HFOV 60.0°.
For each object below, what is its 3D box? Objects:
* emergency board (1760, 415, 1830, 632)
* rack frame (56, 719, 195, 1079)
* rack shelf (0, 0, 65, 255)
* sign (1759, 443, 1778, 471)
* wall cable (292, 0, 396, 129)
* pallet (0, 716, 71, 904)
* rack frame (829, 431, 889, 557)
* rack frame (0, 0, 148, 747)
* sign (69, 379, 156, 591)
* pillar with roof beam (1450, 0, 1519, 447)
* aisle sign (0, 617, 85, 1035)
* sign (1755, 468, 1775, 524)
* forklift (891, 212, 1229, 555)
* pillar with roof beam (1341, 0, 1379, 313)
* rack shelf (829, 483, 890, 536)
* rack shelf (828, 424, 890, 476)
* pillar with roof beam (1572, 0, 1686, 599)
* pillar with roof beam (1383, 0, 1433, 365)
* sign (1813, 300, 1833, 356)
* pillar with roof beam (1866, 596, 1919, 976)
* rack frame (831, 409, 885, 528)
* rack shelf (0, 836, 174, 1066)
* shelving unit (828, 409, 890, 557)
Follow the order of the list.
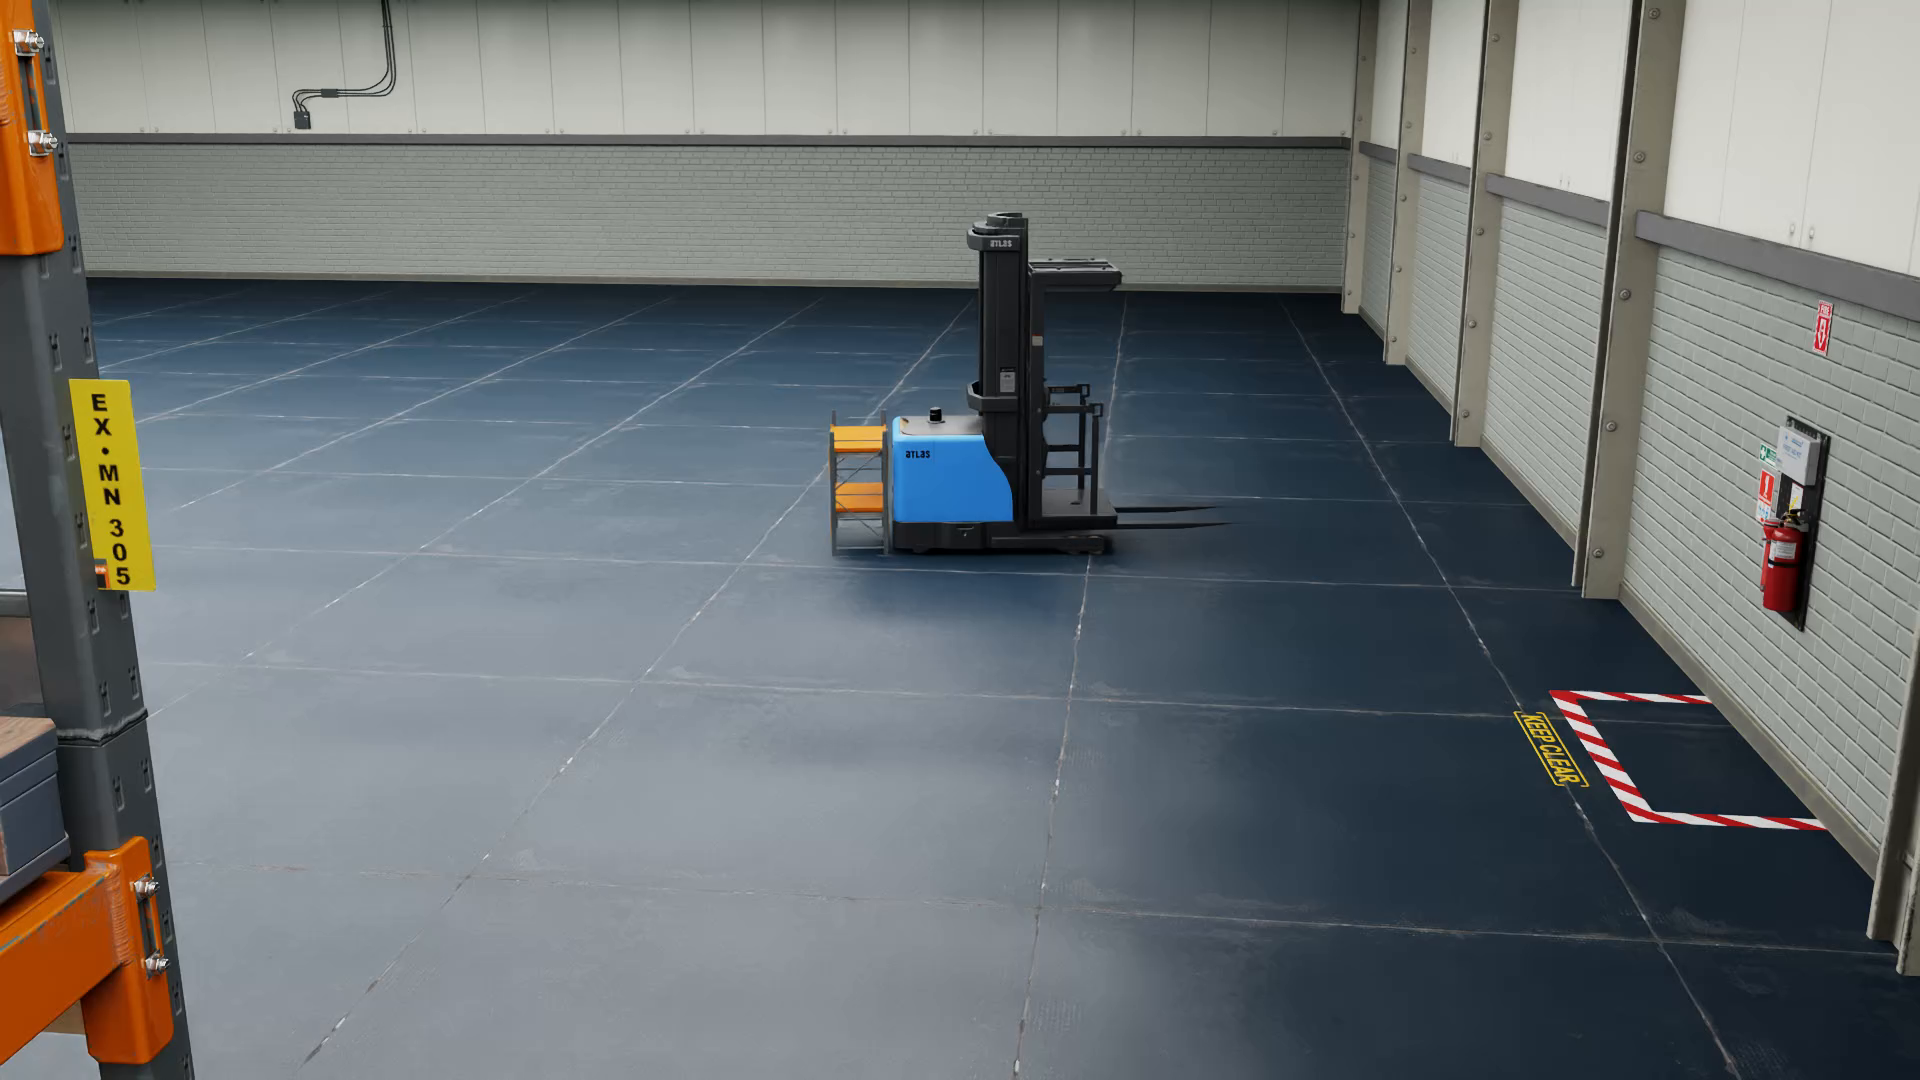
[{"bbox_3d":[4.877,-0.107,9.900,0.194,1.169,0.643,2,15,6],"label":"emergency board"},{"bbox_3d":[-1.819,1.737,3.080,1.000,3.000,0.127,2,15,6],"label":"rack frame"},{"bbox_3d":[-2.045,-0.100,0.525,1.077,0.370,4.000,2,15,6],"label":"rack shelf"},{"bbox_3d":[5.033,-0.520,10.341,0.001,0.109,0.331,2,15,6],"label":"sign"},{"bbox_3d":[-12.953,-11.599,34.390,2.305,6.003,0.169,2,15,6],"label":"wall cable"},{"bbox_3d":[-1.925,0.514,2.025,1.003,0.211,1.213,2,15,6],"label":"pallet"},{"bbox_3d":[-0.882,-0.397,14.562,0.500,1.125,0.032,-1,15,-3],"label":"rack frame"},{"bbox_3d":[-1.819,-1.159,2.297,1.000,3.000,0.127,2,15,6],"label":"rack frame"},{"bbox_3d":[-1.282,-0.081,2.511,0.100,0.325,0.005,2,15,6],"label":"sign"},{"bbox_3d":[1.637,-5.602,18.729,9.100,9.000,0.400,2,15,6],"label":"pillar with roof beam"},{"bbox_3d":[-1.520,0.474,2.772,0.394,0.787,0.004,2,15,6],"label":"aisle sign"},{"bbox_3d":[5.042,-0.265,10.414,0.001,0.329,0.234,2,15,6],"label":"sign"},{"bbox_3d":[0.897,-1.422,14.892,3.031,2.935,1.130,-1,15,-2],"label":"forklift"},{"bbox_3d":[2.991,-8.715,30.239,9.100,9.000,0.400,2,15,6],"label":"pillar with roof beam"},{"bbox_3d":[-0.912,-0.293,15.116,0.538,0.278,1.000,-1,15,-3],"label":"rack shelf"},{"bbox_3d":[-0.912,-0.812,14.975,0.538,0.278,1.000,-1,15,-3],"label":"rack shelf"},{"bbox_3d":[0.960,-4.046,12.974,9.100,9.000,0.400,2,15,6],"label":"pillar with roof beam"},{"bbox_3d":[2.314,-7.159,24.484,9.100,9.000,0.400,2,15,6],"label":"pillar with roof beam"},{"bbox_3d":[4.977,-1.225,9.594,0.001,0.298,0.199,2,15,6],"label":"sign"},{"bbox_3d":[0.283,-2.490,7.219,9.100,9.000,0.400,2,15,6],"label":"pillar with roof beam"},{"bbox_3d":[-0.942,-0.662,15.542,0.500,1.125,0.032,-1,15,-3],"label":"rack frame"},{"bbox_3d":[-2.045,1.155,0.864,1.077,0.370,4.000,2,15,6],"label":"rack shelf"},{"bbox_3d":[-0.912,-0.529,15.052,0.538,1.125,1.048,-1,15,-3],"label":"shelving unit"}]
